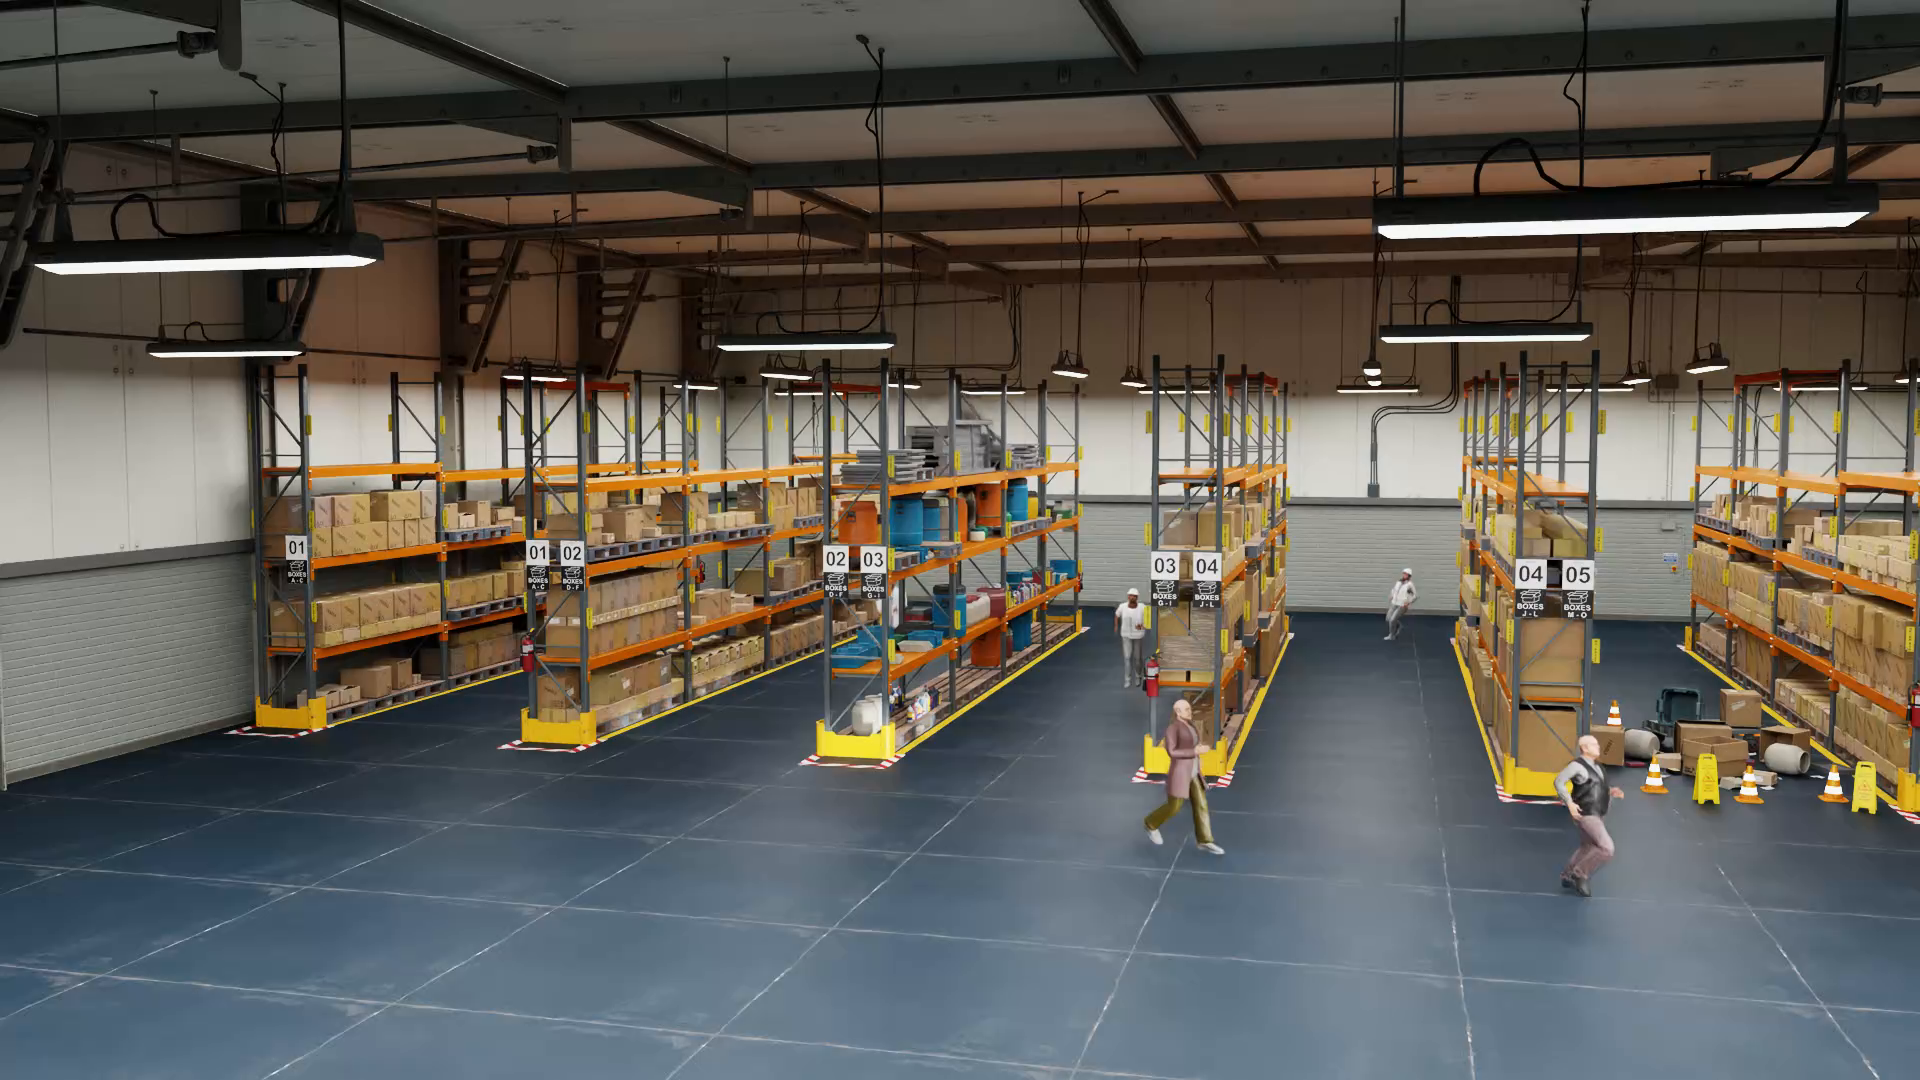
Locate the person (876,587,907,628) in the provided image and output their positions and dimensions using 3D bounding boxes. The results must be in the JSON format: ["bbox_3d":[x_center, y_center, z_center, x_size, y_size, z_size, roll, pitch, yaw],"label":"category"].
[{"bbox_3d":[-1.494,1.761,35.951,0.702,1.533,0.571,0,4,4],"label":"person"}]

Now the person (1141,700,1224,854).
[{"bbox_3d":[2.615,2.745,19.458,1.066,1.760,0.673,3,5,41],"label":"person"}]

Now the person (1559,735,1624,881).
[{"bbox_3d":[6.666,2.887,17.600,0.676,1.613,0.501,4,5,44],"label":"person"}]

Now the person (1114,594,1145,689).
[{"bbox_3d":[3.110,1.835,29.928,0.718,1.697,0.850,1,4,13],"label":"person"}]

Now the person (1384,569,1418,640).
[{"bbox_3d":[10.216,1.498,38.558,0.607,1.686,0.722,-2,5,-30],"label":"person"}]
